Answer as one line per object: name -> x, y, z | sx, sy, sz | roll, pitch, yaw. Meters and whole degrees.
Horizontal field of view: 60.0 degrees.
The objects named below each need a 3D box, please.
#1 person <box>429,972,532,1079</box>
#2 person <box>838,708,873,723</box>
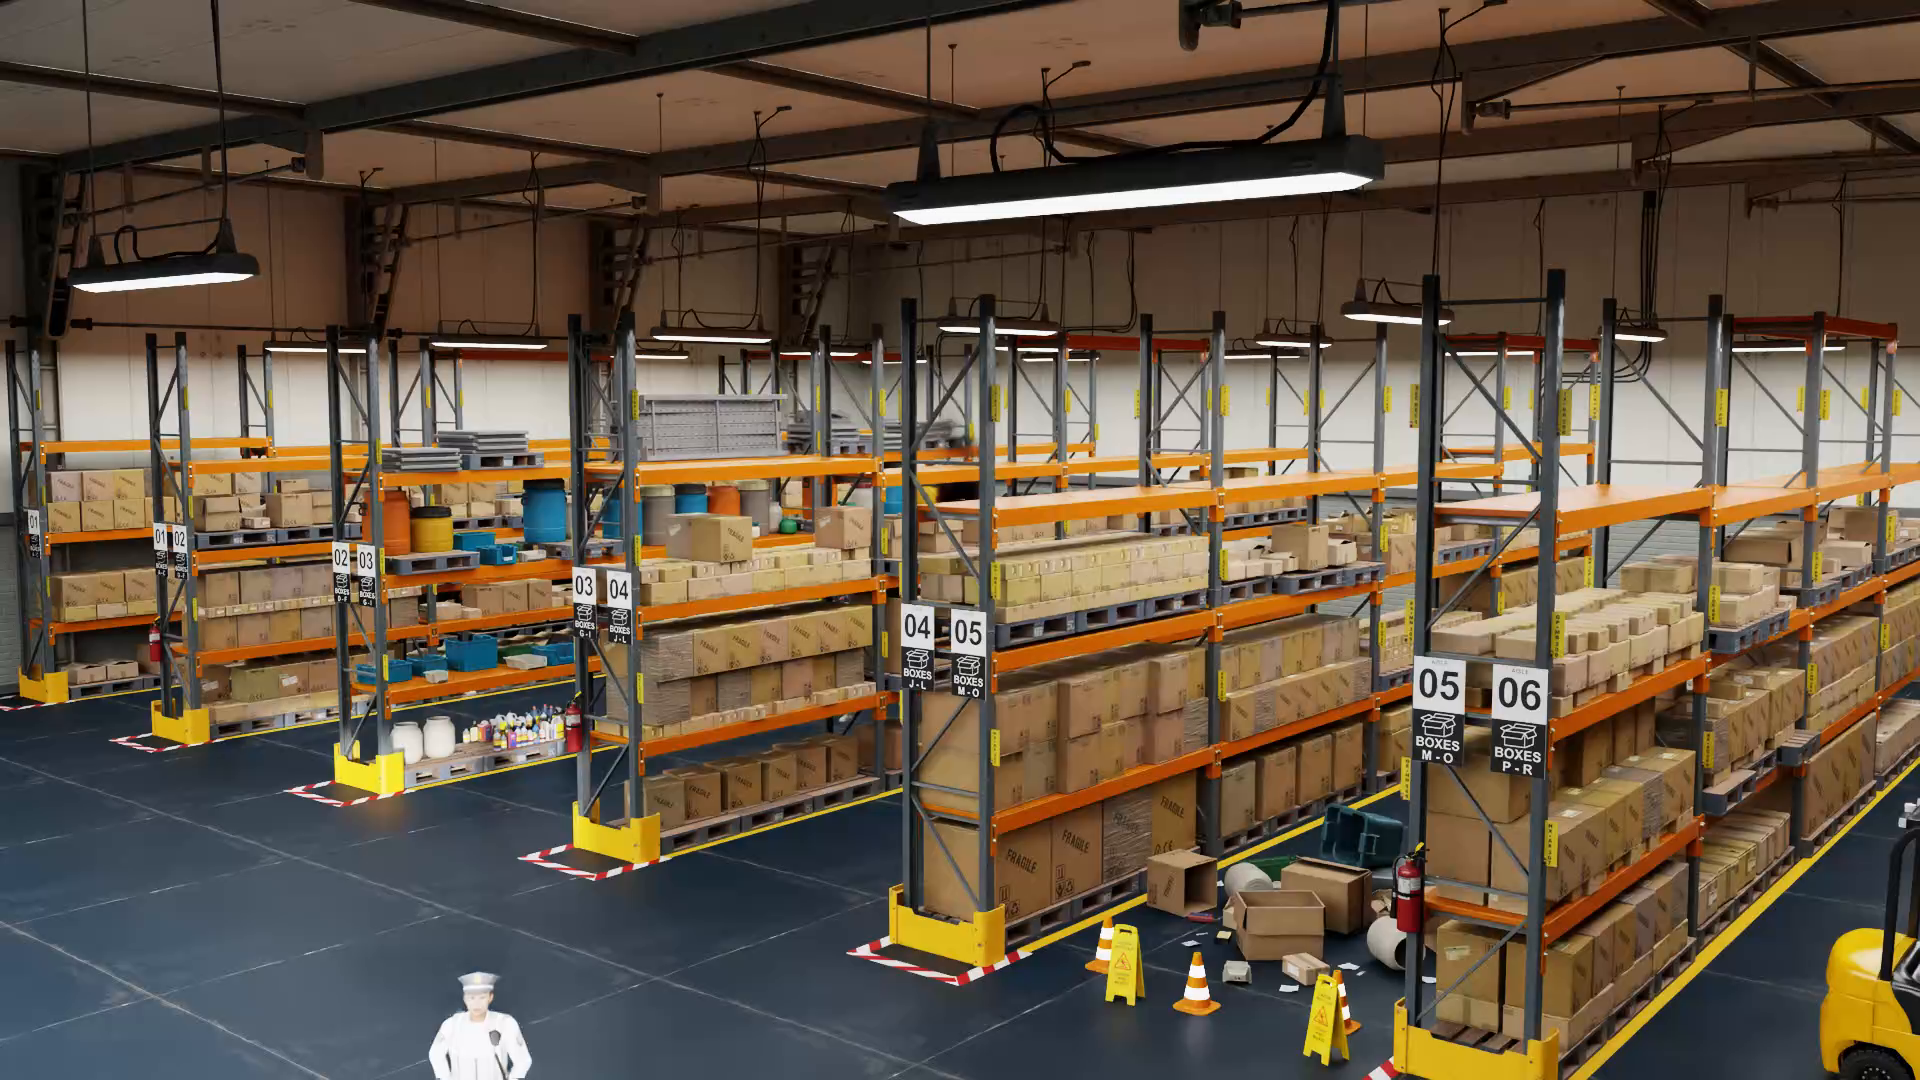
person -> -2.929, 3.435, 10.153 | 0.618, 1.687, 0.759 | -1, 5, -10
person -> -1.515, 1.838, 24.527 | 0.575, 1.670, 0.848 | 4, 6, 35
